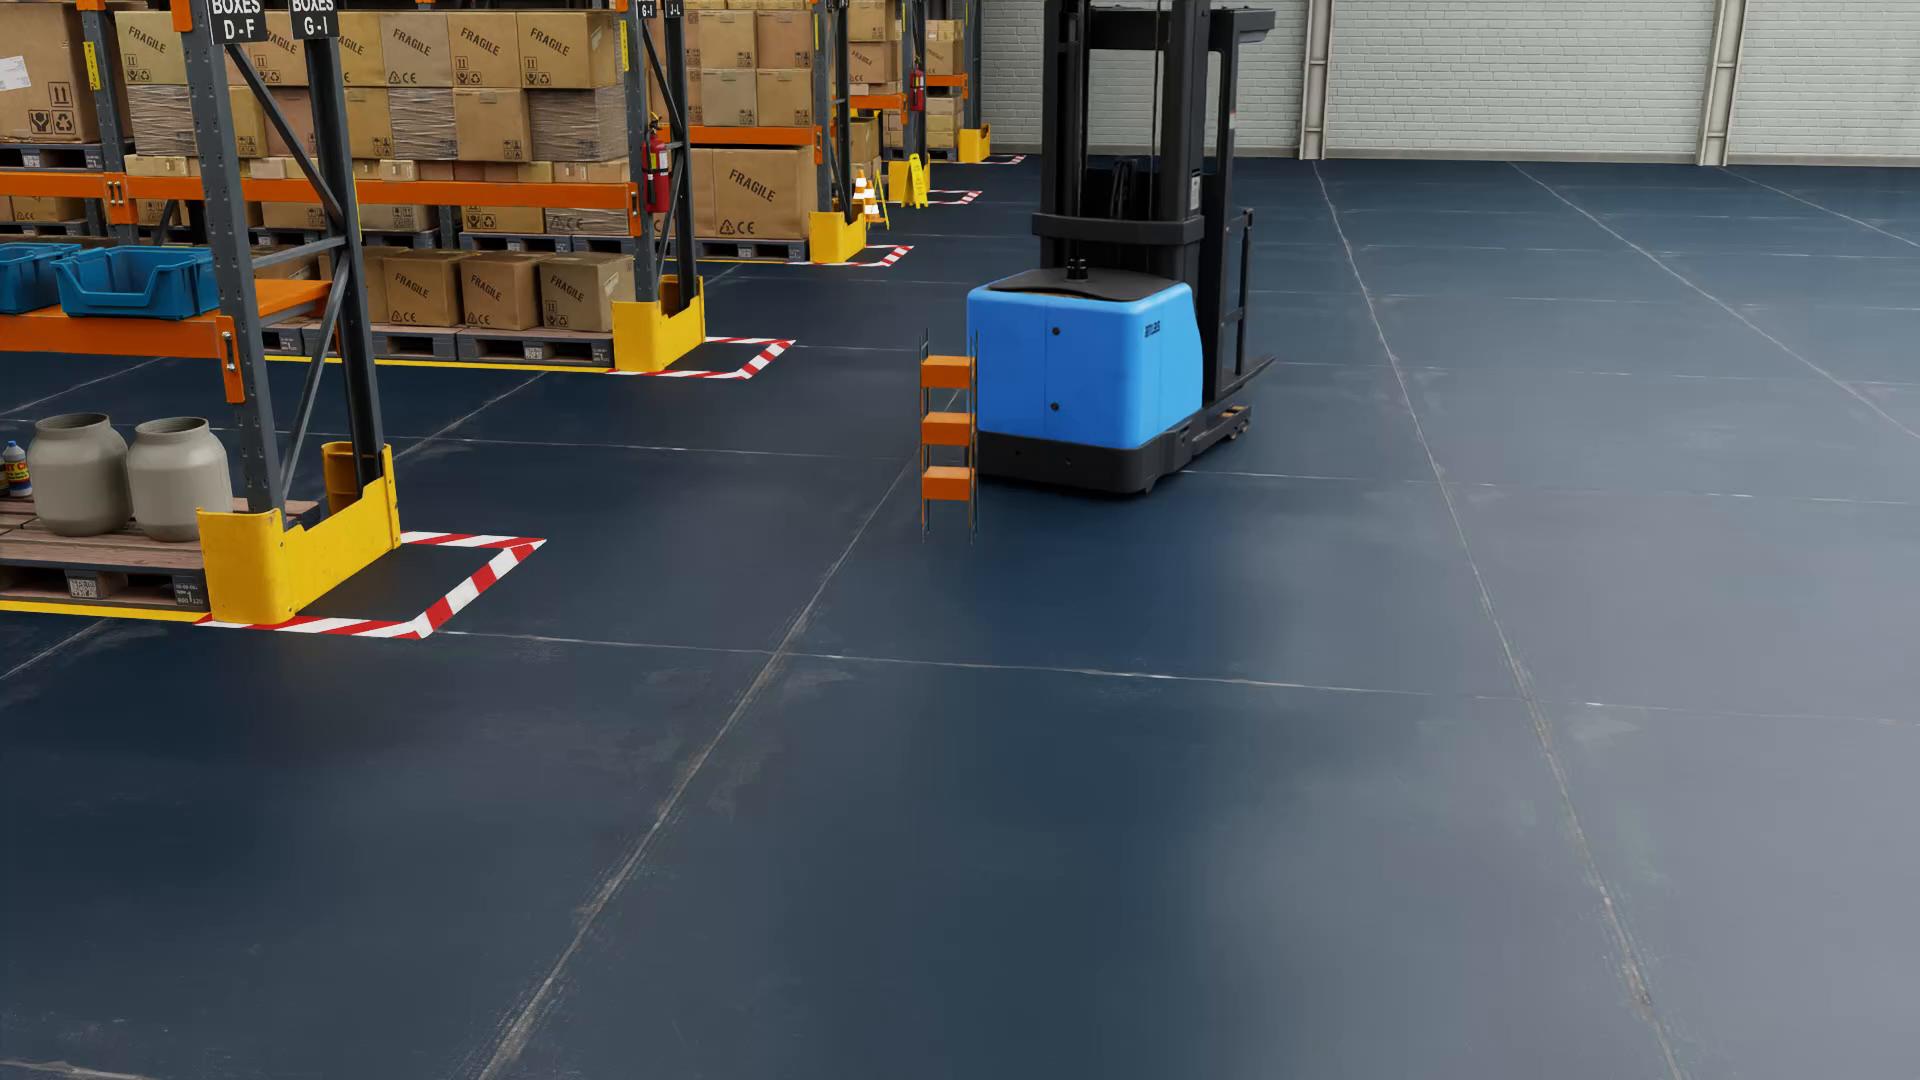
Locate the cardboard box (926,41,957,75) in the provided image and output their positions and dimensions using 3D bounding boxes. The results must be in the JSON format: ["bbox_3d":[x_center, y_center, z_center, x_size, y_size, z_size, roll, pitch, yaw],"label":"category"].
[{"bbox_3d":[-0.326,-7.455,25.698,0.500,0.500,0.500,3,19,7],"label":"cardboard box"}]

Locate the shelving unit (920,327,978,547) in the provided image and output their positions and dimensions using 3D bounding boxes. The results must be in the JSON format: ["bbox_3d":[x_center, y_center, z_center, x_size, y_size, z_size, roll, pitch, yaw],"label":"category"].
[{"bbox_3d":[-0.053,-0.501,8.145,0.252,1.050,0.215,3,19,9],"label":"shelving unit"}]

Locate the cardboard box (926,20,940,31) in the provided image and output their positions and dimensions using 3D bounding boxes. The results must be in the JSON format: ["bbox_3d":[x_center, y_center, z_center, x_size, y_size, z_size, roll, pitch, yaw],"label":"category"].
[{"bbox_3d":[-0.434,-7.915,25.584,0.250,0.149,0.380,3,19,9],"label":"cardboard box"}]

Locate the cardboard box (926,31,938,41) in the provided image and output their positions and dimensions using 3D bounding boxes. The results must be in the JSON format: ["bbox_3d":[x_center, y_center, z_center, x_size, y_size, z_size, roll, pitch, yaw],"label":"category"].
[{"bbox_3d":[-0.442,-7.753,25.567,0.250,0.149,0.380,3,19,10],"label":"cardboard box"}]

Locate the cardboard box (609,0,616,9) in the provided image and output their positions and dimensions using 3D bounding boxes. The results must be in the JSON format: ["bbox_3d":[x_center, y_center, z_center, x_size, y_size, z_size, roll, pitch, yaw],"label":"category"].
[{"bbox_3d":[-4.131,-6.683,21.348,0.500,0.500,0.700,3,19,8],"label":"cardboard box"}]

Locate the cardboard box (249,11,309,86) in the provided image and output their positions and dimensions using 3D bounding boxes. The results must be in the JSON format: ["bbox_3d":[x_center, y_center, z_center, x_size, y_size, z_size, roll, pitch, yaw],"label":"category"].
[{"bbox_3d":[-4.712,-3.516,11.883,0.500,0.500,0.500,3,19,9],"label":"cardboard box"}]

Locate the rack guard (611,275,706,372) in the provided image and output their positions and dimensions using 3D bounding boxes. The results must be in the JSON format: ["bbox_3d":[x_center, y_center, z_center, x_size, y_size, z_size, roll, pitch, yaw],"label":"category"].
[{"bbox_3d":[-2.229,-1.623,12.366,0.348,0.500,1.175,3,19,9],"label":"rack guard"}]

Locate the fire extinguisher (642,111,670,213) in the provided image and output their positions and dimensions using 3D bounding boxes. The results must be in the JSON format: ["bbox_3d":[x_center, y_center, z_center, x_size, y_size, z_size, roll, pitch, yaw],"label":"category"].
[{"bbox_3d":[-2.114,-2.618,11.522,0.183,0.674,0.296,3,19,9],"label":"fire extinguisher"}]

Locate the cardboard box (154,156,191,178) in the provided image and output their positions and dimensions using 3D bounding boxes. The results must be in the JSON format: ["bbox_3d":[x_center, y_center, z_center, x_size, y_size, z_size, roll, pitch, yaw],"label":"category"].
[{"bbox_3d":[-5.694,-2.765,12.236,0.250,0.149,0.380,3,19,9],"label":"cardboard box"}]

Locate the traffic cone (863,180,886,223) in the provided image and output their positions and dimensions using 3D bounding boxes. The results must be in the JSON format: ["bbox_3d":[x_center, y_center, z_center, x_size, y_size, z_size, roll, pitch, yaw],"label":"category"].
[{"bbox_3d":[-1.051,-3.959,19.406,0.334,0.463,0.336,3,19,9],"label":"traffic cone"}]

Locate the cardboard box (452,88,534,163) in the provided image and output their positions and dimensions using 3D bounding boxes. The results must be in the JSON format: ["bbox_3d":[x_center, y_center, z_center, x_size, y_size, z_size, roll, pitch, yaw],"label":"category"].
[{"bbox_3d":[-3.205,-3.017,11.967,0.500,0.500,0.875,3,19,9],"label":"cardboard box"}]

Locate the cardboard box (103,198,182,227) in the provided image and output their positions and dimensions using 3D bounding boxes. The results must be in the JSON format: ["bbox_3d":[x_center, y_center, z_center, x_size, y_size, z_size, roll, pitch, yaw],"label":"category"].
[{"bbox_3d":[-8.579,-3.830,17.905,0.750,0.750,1.050,3,19,8],"label":"cardboard box"}]

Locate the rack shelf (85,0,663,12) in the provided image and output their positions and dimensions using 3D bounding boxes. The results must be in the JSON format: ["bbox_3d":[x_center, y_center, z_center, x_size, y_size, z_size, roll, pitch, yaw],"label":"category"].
[{"bbox_3d":[-4.128,-3.987,11.897,4.000,0.370,1.077,3,19,9],"label":"rack shelf"}]

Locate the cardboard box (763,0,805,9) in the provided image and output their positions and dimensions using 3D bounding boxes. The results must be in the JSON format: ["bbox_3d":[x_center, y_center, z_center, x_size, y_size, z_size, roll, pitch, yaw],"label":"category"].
[{"bbox_3d":[-2.139,-6.551,20.952,0.500,0.500,0.700,3,19,8],"label":"cardboard box"}]

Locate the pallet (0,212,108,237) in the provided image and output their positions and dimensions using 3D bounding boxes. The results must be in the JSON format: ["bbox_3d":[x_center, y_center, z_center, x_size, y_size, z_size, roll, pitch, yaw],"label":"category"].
[{"bbox_3d":[-9.937,-3.474,18.352,1.213,0.211,1.003,3,19,9],"label":"pallet"}]

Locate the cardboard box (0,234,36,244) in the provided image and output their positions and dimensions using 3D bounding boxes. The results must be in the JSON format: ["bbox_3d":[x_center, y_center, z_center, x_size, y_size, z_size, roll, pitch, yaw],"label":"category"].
[{"bbox_3d":[-7.726,-2.125,13.173,0.500,0.500,0.700,1,19,4],"label":"cardboard box"}]

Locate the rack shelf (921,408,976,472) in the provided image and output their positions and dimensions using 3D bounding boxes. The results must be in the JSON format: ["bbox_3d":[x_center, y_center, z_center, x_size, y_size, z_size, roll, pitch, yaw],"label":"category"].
[{"bbox_3d":[-0.053,-0.491,8.148,0.240,0.259,0.215,3,19,9],"label":"rack shelf"}]

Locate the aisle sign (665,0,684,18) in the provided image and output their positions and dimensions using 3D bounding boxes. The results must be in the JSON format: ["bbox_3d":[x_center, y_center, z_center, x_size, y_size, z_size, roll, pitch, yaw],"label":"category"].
[{"bbox_3d":[-2.045,-4.128,11.817,0.004,0.787,0.394,3,19,9],"label":"aisle sign"}]

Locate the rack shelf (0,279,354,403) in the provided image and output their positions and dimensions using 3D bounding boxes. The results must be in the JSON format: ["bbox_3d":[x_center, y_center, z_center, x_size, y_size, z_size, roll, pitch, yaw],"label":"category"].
[{"bbox_3d":[-4.914,-1.013,7.736,4.000,0.370,1.077,3,19,9],"label":"rack shelf"}]

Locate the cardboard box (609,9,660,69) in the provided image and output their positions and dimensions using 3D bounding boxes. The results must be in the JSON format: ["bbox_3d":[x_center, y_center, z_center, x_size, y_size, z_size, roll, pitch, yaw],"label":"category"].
[{"bbox_3d":[-3.260,-5.023,16.650,0.500,0.550,0.875,3,19,9],"label":"cardboard box"}]

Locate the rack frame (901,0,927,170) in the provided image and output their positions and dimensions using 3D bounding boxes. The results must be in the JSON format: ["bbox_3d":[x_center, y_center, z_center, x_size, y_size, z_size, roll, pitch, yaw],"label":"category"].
[{"bbox_3d":[-0.582,-5.909,21.237,0.127,3.000,1.000,3,19,9],"label":"rack frame"}]

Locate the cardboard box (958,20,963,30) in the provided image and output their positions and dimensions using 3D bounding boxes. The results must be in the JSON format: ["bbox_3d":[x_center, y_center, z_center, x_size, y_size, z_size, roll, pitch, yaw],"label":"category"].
[{"bbox_3d":[-0.096,-8.045,25.970,0.250,0.149,0.380,3,19,8],"label":"cardboard box"}]

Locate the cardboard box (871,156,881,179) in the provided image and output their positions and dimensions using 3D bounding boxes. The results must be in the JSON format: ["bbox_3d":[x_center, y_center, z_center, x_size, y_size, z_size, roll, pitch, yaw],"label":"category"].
[{"bbox_3d":[-1.335,-4.932,21.987,0.500,0.250,0.500,3,19,8],"label":"cardboard box"}]

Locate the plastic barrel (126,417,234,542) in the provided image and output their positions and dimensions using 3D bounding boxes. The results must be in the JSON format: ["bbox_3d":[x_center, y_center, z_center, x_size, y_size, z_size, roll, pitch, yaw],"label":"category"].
[{"bbox_3d":[-3.601,-0.282,7.676,0.421,0.512,0.421,0,18,0],"label":"plastic barrel"}]

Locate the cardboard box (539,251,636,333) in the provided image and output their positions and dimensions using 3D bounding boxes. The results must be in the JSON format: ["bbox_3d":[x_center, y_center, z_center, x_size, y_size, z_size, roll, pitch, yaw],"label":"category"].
[{"bbox_3d":[-2.768,-1.855,12.398,0.500,0.500,0.500,7,20,19],"label":"cardboard box"}]

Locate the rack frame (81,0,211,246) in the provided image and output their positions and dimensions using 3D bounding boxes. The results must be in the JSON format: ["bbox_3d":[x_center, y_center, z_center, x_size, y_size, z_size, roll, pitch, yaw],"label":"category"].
[{"bbox_3d":[-6.103,-3.006,12.560,0.127,3.000,1.000,3,19,9],"label":"rack frame"}]

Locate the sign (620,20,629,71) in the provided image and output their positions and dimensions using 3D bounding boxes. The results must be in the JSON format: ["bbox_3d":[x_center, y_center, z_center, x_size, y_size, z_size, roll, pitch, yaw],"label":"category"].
[{"bbox_3d":[-2.262,-3.331,11.208,0.005,0.325,0.100,3,19,9],"label":"sign"}]

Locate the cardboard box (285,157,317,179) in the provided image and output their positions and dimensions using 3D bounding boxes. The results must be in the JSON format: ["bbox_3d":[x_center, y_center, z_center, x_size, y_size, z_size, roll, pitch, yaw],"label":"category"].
[{"bbox_3d":[-4.701,-2.727,12.121,0.250,0.149,0.380,3,19,9],"label":"cardboard box"}]

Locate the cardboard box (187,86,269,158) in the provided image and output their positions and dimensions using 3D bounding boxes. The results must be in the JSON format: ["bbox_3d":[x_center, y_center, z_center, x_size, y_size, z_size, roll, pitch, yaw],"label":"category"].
[{"bbox_3d":[-5.181,-3.116,12.263,0.500,0.500,0.875,3,19,9],"label":"cardboard box"}]

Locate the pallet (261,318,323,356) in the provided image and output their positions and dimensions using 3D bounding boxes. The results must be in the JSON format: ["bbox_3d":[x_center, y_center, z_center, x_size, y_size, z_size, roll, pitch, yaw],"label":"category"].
[{"bbox_3d":[-5.434,-1.661,12.935,1.213,0.211,1.003,3,19,9],"label":"pallet"}]

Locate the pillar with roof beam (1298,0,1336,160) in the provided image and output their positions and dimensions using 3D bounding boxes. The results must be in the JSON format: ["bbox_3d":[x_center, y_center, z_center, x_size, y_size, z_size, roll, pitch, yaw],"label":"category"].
[{"bbox_3d":[4.898,-8.976,20.949,0.400,9.000,9.100,3,19,9],"label":"pillar with roof beam"}]

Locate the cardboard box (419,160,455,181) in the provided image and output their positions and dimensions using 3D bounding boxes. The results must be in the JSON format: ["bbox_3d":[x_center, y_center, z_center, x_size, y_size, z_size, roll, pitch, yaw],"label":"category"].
[{"bbox_3d":[-3.705,-2.693,12.020,0.250,0.149,0.380,3,19,9],"label":"cardboard box"}]

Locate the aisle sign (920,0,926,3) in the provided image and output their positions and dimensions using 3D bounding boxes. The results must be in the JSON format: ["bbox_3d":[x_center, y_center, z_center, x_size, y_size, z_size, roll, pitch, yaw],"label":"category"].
[{"bbox_3d":[-0.472,-7.236,21.106,0.004,0.787,0.394,3,19,9],"label":"aisle sign"}]

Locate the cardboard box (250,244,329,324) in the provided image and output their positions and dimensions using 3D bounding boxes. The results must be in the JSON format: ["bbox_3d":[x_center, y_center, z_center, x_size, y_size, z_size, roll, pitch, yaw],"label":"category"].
[{"bbox_3d":[-5.148,-1.961,12.713,0.500,0.500,0.500,9,21,26],"label":"cardboard box"}]

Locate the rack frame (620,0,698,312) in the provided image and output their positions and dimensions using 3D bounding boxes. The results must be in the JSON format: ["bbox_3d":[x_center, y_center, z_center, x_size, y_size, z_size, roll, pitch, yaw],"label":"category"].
[{"bbox_3d":[-2.154,-2.805,11.958,0.127,3.000,1.000,3,19,9],"label":"rack frame"}]

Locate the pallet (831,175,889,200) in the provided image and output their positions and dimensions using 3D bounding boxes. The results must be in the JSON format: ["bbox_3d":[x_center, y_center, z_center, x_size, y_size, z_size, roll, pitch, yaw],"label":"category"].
[{"bbox_3d":[-1.453,-4.643,21.846,1.213,0.211,1.003,3,19,9],"label":"pallet"}]

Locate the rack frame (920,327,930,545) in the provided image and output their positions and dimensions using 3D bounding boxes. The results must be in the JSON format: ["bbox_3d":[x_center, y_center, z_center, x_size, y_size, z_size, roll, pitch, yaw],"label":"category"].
[{"bbox_3d":[-0.173,-0.507,8.163,0.008,1.050,0.200,3,19,9],"label":"rack frame"}]

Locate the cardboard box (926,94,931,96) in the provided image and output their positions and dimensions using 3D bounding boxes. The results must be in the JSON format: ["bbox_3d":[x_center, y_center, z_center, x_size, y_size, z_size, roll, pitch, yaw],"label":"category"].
[{"bbox_3d":[-0.737,-6.942,26.418,0.500,0.250,0.500,3,19,9],"label":"cardboard box"}]

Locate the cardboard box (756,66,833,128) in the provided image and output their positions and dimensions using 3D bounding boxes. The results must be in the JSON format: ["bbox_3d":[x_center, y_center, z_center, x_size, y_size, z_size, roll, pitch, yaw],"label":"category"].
[{"bbox_3d":[-1.641,-4.429,16.577,0.550,0.550,0.875,3,19,9],"label":"cardboard box"}]

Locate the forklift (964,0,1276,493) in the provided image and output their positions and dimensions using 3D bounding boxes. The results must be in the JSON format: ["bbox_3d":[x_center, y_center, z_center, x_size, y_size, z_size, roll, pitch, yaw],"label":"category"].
[{"bbox_3d":[1.153,-2.060,9.840,1.130,2.935,3.031,9,21,26],"label":"forklift"}]

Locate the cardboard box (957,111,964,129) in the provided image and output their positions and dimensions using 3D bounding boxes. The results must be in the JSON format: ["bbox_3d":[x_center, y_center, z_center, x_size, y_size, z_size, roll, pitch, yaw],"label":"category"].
[{"bbox_3d":[-0.230,-6.686,26.441,0.500,0.250,0.500,3,19,10],"label":"cardboard box"}]

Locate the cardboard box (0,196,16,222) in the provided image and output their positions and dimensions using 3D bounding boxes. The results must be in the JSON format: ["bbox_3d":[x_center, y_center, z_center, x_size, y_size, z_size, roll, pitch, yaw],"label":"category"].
[{"bbox_3d":[-10.369,-3.748,18.056,0.500,0.500,0.500,4,19,11],"label":"cardboard box"}]

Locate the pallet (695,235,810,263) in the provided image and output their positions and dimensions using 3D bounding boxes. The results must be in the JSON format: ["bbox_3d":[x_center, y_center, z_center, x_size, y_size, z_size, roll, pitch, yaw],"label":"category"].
[{"bbox_3d":[-2.069,-3.047,17.077,1.213,0.211,1.003,3,19,9],"label":"pallet"}]

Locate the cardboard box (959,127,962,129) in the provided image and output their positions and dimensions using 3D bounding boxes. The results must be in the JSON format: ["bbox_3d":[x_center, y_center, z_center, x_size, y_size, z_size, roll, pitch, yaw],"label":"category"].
[{"bbox_3d":[-0.252,-6.446,26.512,0.500,0.250,0.500,3,19,9],"label":"cardboard box"}]

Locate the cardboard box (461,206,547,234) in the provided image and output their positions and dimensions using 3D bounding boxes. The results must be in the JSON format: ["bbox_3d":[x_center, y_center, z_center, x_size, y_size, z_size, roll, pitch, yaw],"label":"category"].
[{"bbox_3d":[-4.607,-3.693,17.299,0.875,0.875,0.875,3,19,9],"label":"cardboard box"}]

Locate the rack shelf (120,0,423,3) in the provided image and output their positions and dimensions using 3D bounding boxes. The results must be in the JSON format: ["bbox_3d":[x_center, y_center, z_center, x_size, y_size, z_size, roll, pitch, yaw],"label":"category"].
[{"bbox_3d":[-7.191,-5.737,17.128,4.000,0.370,1.077,3,19,9],"label":"rack shelf"}]

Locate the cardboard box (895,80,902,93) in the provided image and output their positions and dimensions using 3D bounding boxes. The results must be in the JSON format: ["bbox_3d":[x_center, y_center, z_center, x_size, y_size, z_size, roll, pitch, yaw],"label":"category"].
[{"bbox_3d":[-0.884,-5.872,21.522,0.250,0.149,0.380,3,19,9],"label":"cardboard box"}]

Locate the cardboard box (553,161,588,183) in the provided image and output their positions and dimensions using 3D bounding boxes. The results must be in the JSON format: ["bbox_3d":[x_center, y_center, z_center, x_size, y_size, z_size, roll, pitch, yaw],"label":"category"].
[{"bbox_3d":[-2.715,-2.648,11.886,0.250,0.149,0.380,3,19,9],"label":"cardboard box"}]

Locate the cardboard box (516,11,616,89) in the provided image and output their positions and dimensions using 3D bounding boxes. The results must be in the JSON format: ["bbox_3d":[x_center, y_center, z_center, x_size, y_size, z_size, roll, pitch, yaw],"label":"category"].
[{"bbox_3d":[-2.736,-3.418,11.588,0.500,0.500,0.500,3,19,9],"label":"cardboard box"}]
